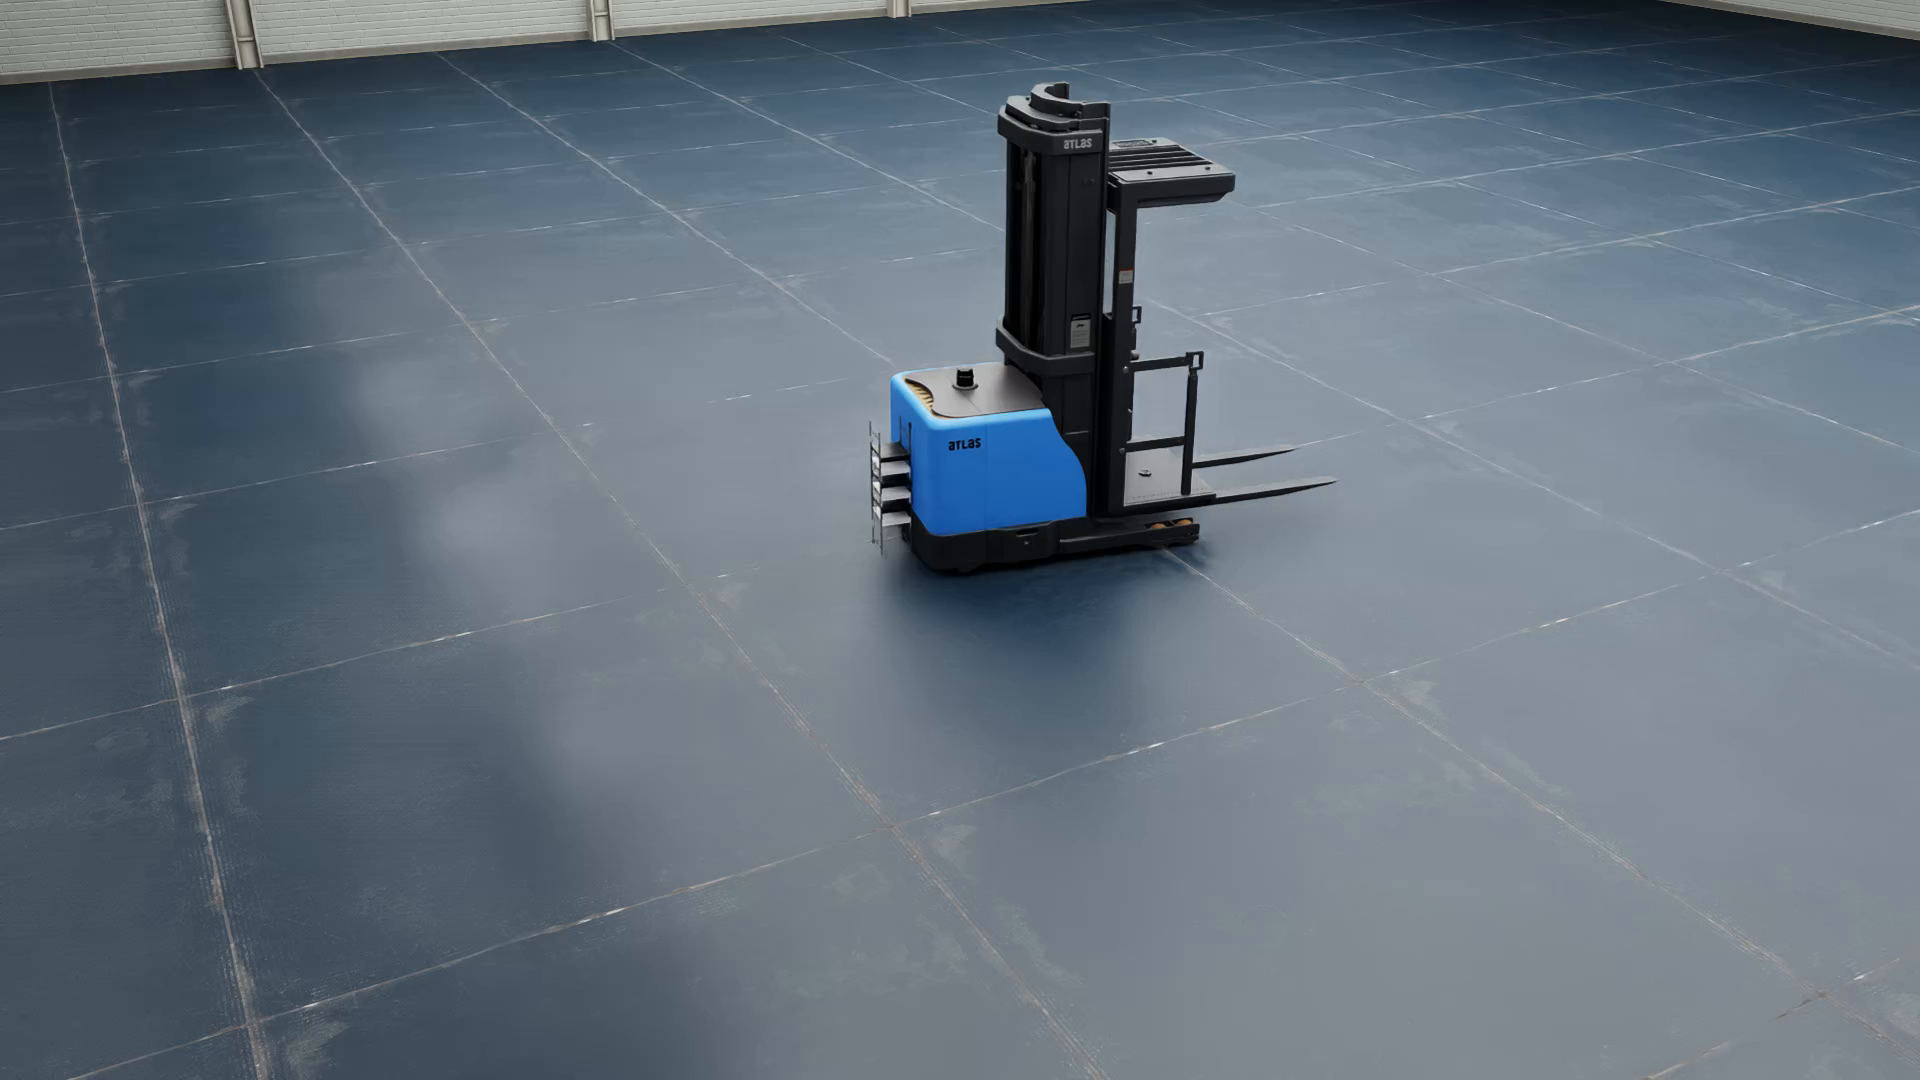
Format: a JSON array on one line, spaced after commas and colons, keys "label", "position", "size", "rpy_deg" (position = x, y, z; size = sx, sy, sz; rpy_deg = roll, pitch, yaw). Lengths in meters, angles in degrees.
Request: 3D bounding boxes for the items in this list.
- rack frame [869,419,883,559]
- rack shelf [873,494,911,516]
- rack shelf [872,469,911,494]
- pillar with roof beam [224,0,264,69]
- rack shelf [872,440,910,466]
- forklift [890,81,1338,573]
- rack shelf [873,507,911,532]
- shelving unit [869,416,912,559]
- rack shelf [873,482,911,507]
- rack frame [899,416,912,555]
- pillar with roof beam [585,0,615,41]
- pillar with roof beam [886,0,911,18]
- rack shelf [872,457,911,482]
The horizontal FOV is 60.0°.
[{"label": "rack frame", "position": [-0.550, -0.329, 10.896], "size": [0.006, 0.900, 0.240], "rpy_deg": [-8, 27, -16]}, {"label": "rack shelf", "position": [-0.453, -0.232, 10.978], "size": [0.200, 0.077, 0.258], "rpy_deg": [-8, 27, -16]}, {"label": "rack shelf", "position": [-0.453, -0.394, 10.900], "size": [0.200, 0.077, 0.258], "rpy_deg": [-8, 27, -16]}, {"label": "pillar with roof beam", "position": [-9.764, -10.270, 22.244], "size": [0.400, 9.000, 9.100], "rpy_deg": [-13, 29, -25]}, {"label": "rack shelf", "position": [-0.453, -0.556, 10.822], "size": [0.200, 0.077, 0.258], "rpy_deg": [-8, 27, -16]}, {"label": "forklift", "position": [1.095, -1.470, 10.925], "size": [3.031, 2.935, 1.130], "rpy_deg": [-8, 27, -16]}, {"label": "rack shelf", "position": [-0.453, -0.151, 11.017], "size": [0.200, 0.077, 0.258], "rpy_deg": [-8, 27, -16]}, {"label": "shelving unit", "position": [-0.453, -0.343, 10.925], "size": [0.210, 0.900, 0.258], "rpy_deg": [-8, 27, -16]}, {"label": "rack shelf", "position": [-0.453, -0.313, 10.939], "size": [0.200, 0.077, 0.258], "rpy_deg": [-8, 27, -16]}, {"label": "rack frame", "position": [-0.357, -0.357, 10.953], "size": [0.006, 0.900, 0.240], "rpy_deg": [-8, 27, -16]}, {"label": "pillar with roof beam", "position": [-4.470, -11.492, 24.789], "size": [0.400, 9.000, 9.100], "rpy_deg": [-13, 29, -25]}, {"label": "pillar with roof beam", "position": [0.824, -12.714, 27.334], "size": [0.400, 9.000, 9.100], "rpy_deg": [-13, 29, -25]}, {"label": "rack shelf", "position": [-0.453, -0.475, 10.861], "size": [0.200, 0.077, 0.258], "rpy_deg": [-8, 27, -16]}]
